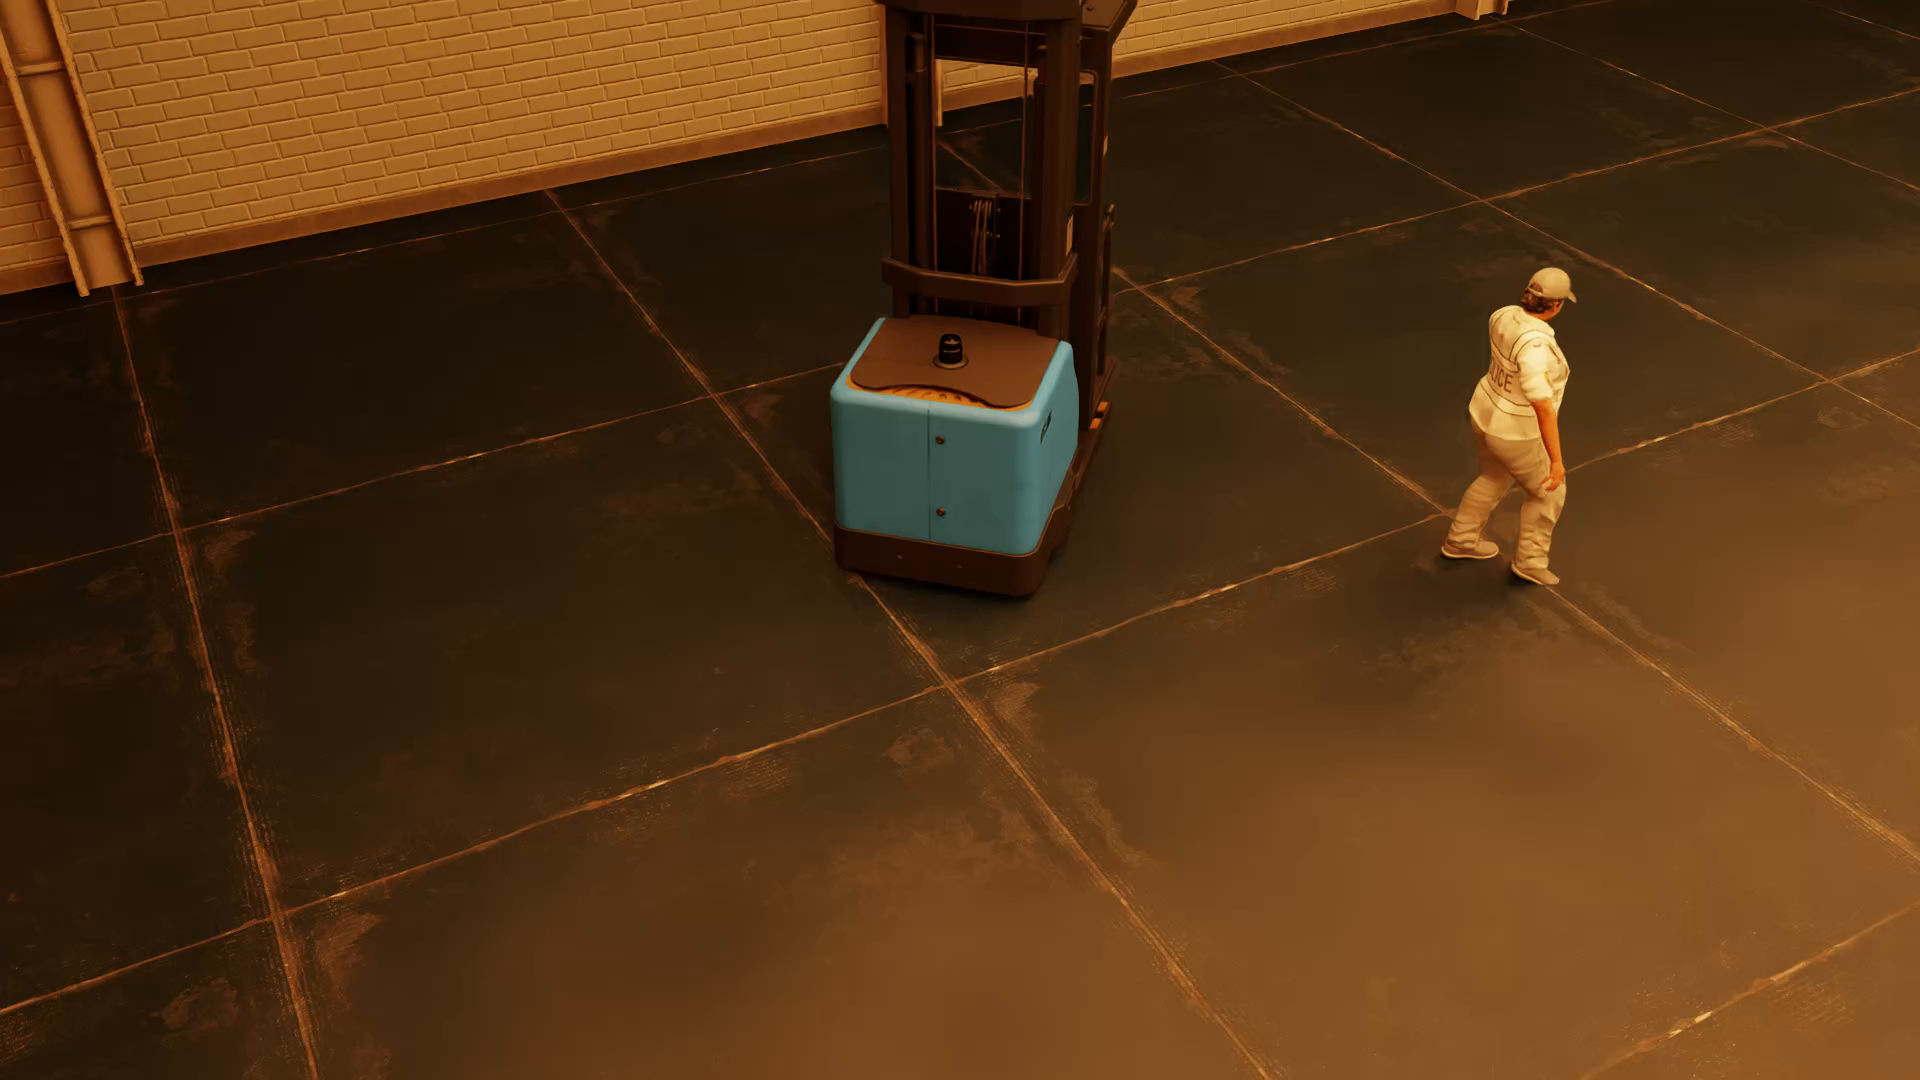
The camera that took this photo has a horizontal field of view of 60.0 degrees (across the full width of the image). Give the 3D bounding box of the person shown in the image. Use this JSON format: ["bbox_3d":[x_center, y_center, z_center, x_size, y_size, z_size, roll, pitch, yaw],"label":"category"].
[{"bbox_3d":[2.758,-0.525,8.042,0.564,1.694,0.907,-3,35,-4],"label":"person"}]

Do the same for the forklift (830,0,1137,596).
[{"bbox_3d":[0.250,-1.772,8.629,1.130,2.935,3.031,9,36,12],"label":"forklift"}]
